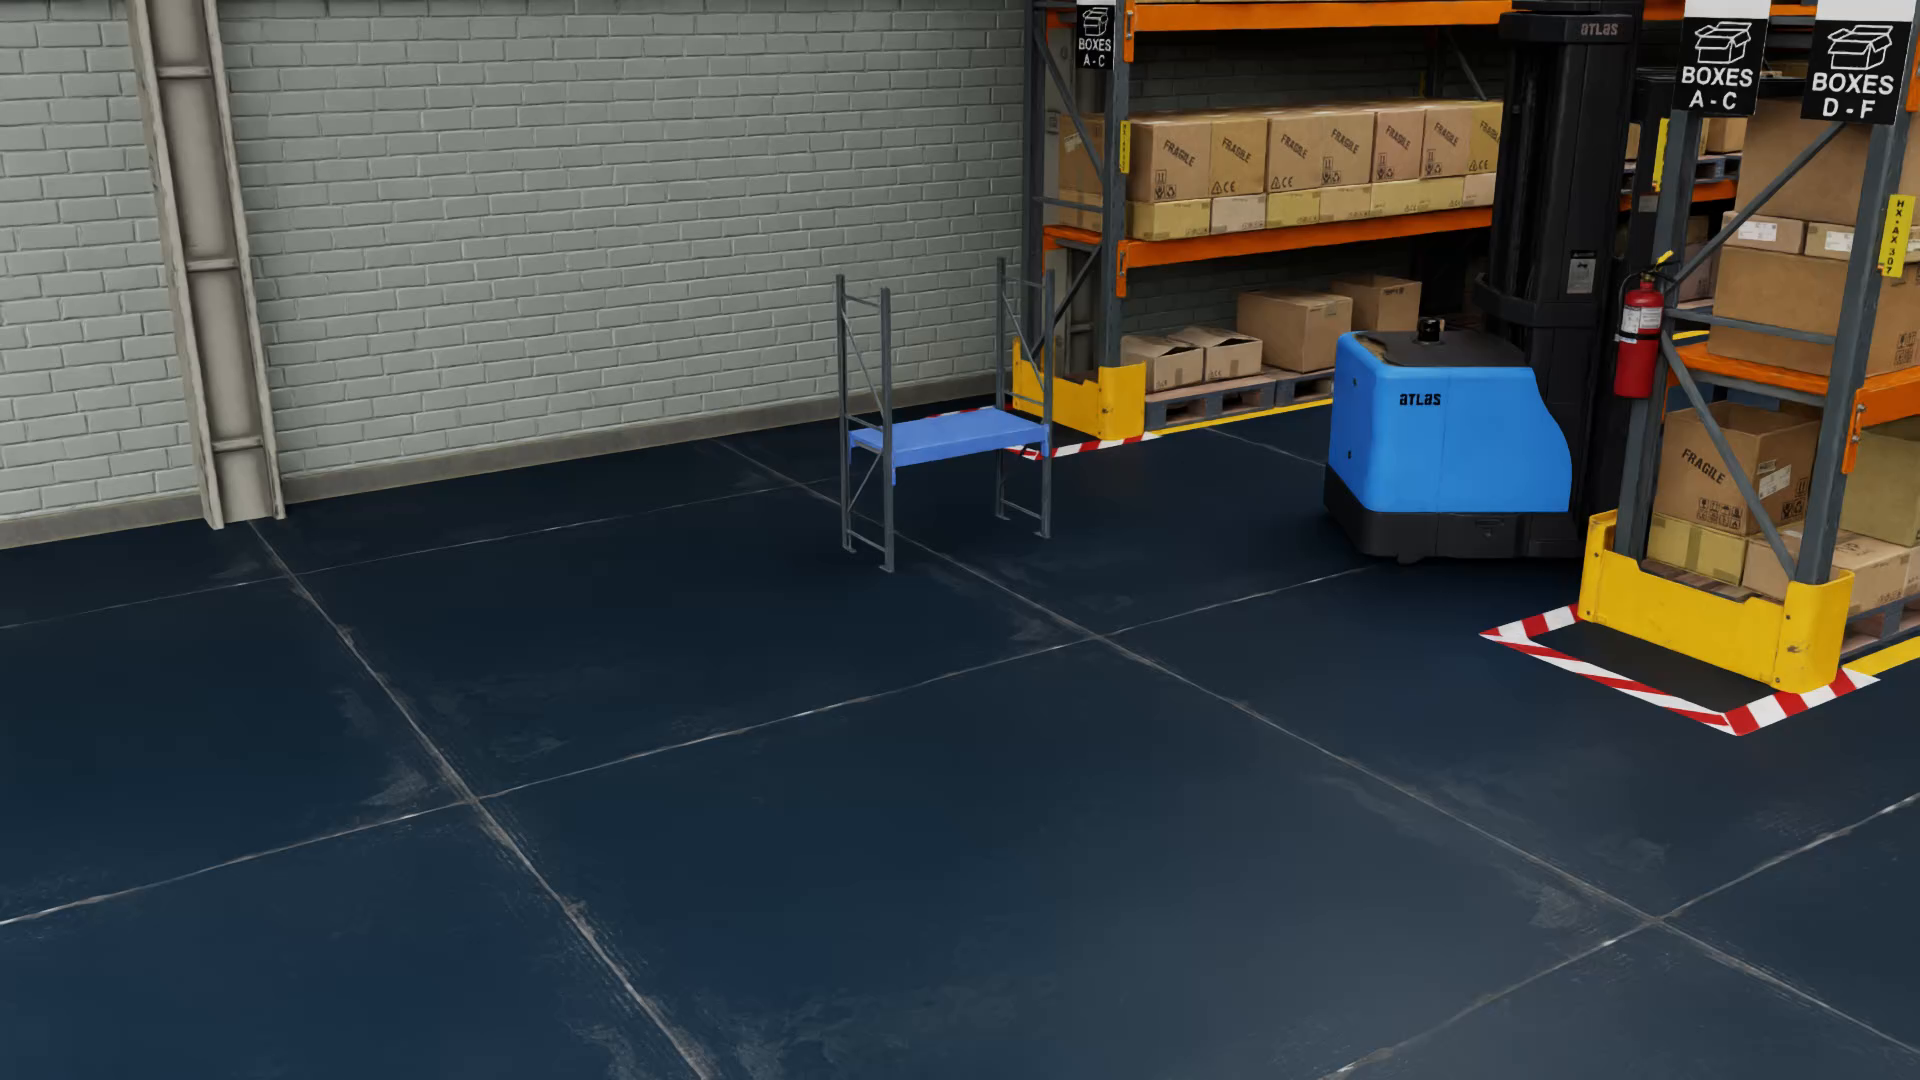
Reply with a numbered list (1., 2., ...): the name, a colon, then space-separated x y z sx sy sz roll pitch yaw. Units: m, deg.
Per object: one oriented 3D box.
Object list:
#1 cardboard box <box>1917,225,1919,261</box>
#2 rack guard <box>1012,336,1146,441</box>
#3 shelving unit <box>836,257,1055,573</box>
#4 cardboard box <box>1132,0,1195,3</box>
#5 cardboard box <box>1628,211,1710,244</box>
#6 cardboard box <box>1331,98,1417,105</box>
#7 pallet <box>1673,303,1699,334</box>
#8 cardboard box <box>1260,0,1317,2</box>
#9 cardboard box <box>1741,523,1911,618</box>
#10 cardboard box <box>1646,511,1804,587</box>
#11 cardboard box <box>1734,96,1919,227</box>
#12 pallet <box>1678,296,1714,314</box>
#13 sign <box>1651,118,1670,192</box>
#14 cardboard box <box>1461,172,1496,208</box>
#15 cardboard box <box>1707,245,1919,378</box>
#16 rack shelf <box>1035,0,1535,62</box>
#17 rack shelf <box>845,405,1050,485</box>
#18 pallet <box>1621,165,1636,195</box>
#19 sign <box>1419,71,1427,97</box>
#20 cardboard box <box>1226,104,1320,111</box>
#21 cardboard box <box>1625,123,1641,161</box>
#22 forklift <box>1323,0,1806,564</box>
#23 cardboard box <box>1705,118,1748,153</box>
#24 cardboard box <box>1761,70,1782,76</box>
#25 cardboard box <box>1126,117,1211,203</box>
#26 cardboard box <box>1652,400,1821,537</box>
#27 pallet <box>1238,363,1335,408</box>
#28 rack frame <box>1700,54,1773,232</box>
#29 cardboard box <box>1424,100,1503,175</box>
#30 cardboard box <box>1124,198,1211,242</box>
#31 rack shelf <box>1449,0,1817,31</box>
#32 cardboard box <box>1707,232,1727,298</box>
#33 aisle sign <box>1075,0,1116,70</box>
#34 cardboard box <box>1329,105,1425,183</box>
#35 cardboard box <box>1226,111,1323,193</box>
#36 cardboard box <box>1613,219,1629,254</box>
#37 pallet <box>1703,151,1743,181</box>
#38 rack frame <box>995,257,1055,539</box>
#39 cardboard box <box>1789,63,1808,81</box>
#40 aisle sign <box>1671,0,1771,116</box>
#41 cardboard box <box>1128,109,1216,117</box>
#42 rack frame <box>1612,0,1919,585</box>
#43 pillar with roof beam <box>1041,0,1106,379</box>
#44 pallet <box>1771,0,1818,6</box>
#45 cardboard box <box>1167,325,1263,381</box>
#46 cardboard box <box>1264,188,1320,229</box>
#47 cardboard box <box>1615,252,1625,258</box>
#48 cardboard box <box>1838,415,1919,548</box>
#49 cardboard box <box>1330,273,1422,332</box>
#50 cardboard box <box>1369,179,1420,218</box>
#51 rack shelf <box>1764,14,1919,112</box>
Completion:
1. cardboard box: 4.149 -1.346 7.372 0.250 0.149 0.380 -13 22 -33
2. rack guard: 0.820 -1.086 11.676 0.348 0.500 1.175 -12 22 -31
3. shelving unit: -0.071 -0.695 8.960 1.048 1.500 0.538 -12 22 -31
4. cardboard box: 1.174 -3.726 10.712 0.500 0.500 0.500 -11 22 -30
5. cardboard box: 6.355 -2.821 14.950 0.500 0.250 0.500 -11 22 -30
6. cardboard box: 3.156 -3.138 12.874 0.500 0.500 0.500 -12 22 -32
7. pallet: 5.767 -1.994 14.813 1.213 0.211 1.003 -12 22 -31
8. cardboard box: 2.073 -3.904 11.238 0.500 0.500 0.500 -11 21 -29
9. cardboard box: 4.055 0.137 7.795 0.500 0.250 0.500 -12 22 -31
10. cardboard box: 3.770 -0.002 8.205 0.500 0.250 0.500 -12 22 -31
11. cardboard box: 3.925 -1.682 7.355 0.500 0.500 0.700 -12 22 -31
12. pallet: 6.785 -2.207 15.444 1.213 0.211 1.003 -12 22 -31
13. sign: 3.197 -1.740 7.532 0.005 0.325 0.100 -12 22 -31
14. cardboard box: 3.869 -2.735 12.854 0.500 0.250 0.500 -12 22 -31
15. cardboard box: 3.881 -1.058 7.535 0.500 0.500 0.700 -12 22 -31
16. rack shelf: 2.427 -3.689 11.913 4.000 0.370 1.077 -12 22 -31
17. rack shelf: -0.071 -0.525 9.018 1.000 0.185 0.538 -12 22 -31
18. pallet: 4.816 -2.966 13.634 1.213 0.211 1.003 -12 22 -31
19. sign: 3.789 -3.657 13.572 0.005 0.325 0.100 -12 22 -31
20. cardboard box: 2.309 -2.957 12.340 0.500 0.500 0.500 -12 22 -31
21. cardboard box: 5.545 -3.518 14.125 0.500 0.500 0.700 -9 21 -24
22. forklift: 3.630 -1.407 8.830 3.031 2.935 1.130 0 19 -1
23. cardboard box: 6.599 -3.730 14.752 0.500 0.500 0.700 -14 23 -36
24. cardboard box: 7.167 -4.160 15.010 0.250 0.149 0.380 -16 24 -38
25. cardboard box: 1.321 -2.554 11.147 0.500 0.500 0.500 -12 22 -31
26. cardboard box: 3.769 -0.358 8.086 0.500 0.500 0.500 -12 22 -31
27. pallet: 2.536 -1.296 12.749 1.213 0.211 1.003 -12 22 -31
28. rack frame: 7.438 -3.666 15.404 0.127 3.000 1.000 -12 22 -31
29. cardboard box: 3.873 -3.089 12.729 0.500 0.500 0.500 -12 22 -32
30. cardboard box: 1.339 -2.196 11.260 0.500 0.250 0.500 -13 22 -33
31. rack shelf: 5.768 -4.394 13.997 4.000 0.370 1.077 -12 22 -31
32. cardboard box: 6.866 -2.549 15.317 0.500 0.500 0.700 -12 22 -31
33. aisle sign: 0.862 -3.395 10.544 0.004 0.787 0.394 -12 22 -31
34. cardboard box: 3.032 -2.913 12.211 0.500 0.500 0.500 -13 22 -33
35. cardboard box: 2.174 -2.728 11.661 0.500 0.500 0.500 -13 22 -33
36. cardboard box: 5.501 -2.646 14.432 0.500 0.250 0.500 -13 22 -33
37. pallet: 6.902 -3.421 14.979 1.003 0.211 1.213 -12 22 -31
38. rack frame: 0.353 -0.785 9.225 0.032 1.500 0.500 -12 22 -31
39. cardboard box: 7.983 -4.235 15.264 0.500 0.250 0.500 -11 22 -30
40. aisle sign: 3.268 -2.231 7.100 0.004 0.787 0.394 -12 22 -31
41. cardboard box: 1.459 -2.776 11.805 0.500 0.500 0.500 -12 22 -31
42. rack frame: 3.484 -0.932 7.318 0.127 3.000 1.000 -12 22 -31
43. pillar with roof beam: 3.233 -4.302 7.918 0.400 9.000 9.100 -12 22 -31
44. pallet: 4.089 -2.429 7.200 1.213 0.211 1.003 -12 22 -31
45. cardboard box: 1.860 -1.389 12.182 0.500 0.311 0.500 -10 21 -27
46. cardboard box: 2.193 -2.379 11.802 0.500 0.250 0.500 -12 22 -32
47. cardboard box: 5.555 -2.303 14.589 0.500 0.500 0.700 -12 22 -31
48. cardboard box: 4.471 -0.307 7.937 0.500 0.500 0.500 -12 22 -31
49. cardboard box: 3.253 -1.792 13.077 0.500 0.500 0.500 -14 23 -35
50. cardboard box: 3.036 -2.557 12.327 0.500 0.250 0.500 -12 22 -32
51. rack shelf: 5.155 -2.365 7.995 4.000 0.370 1.077 -12 22 -31
